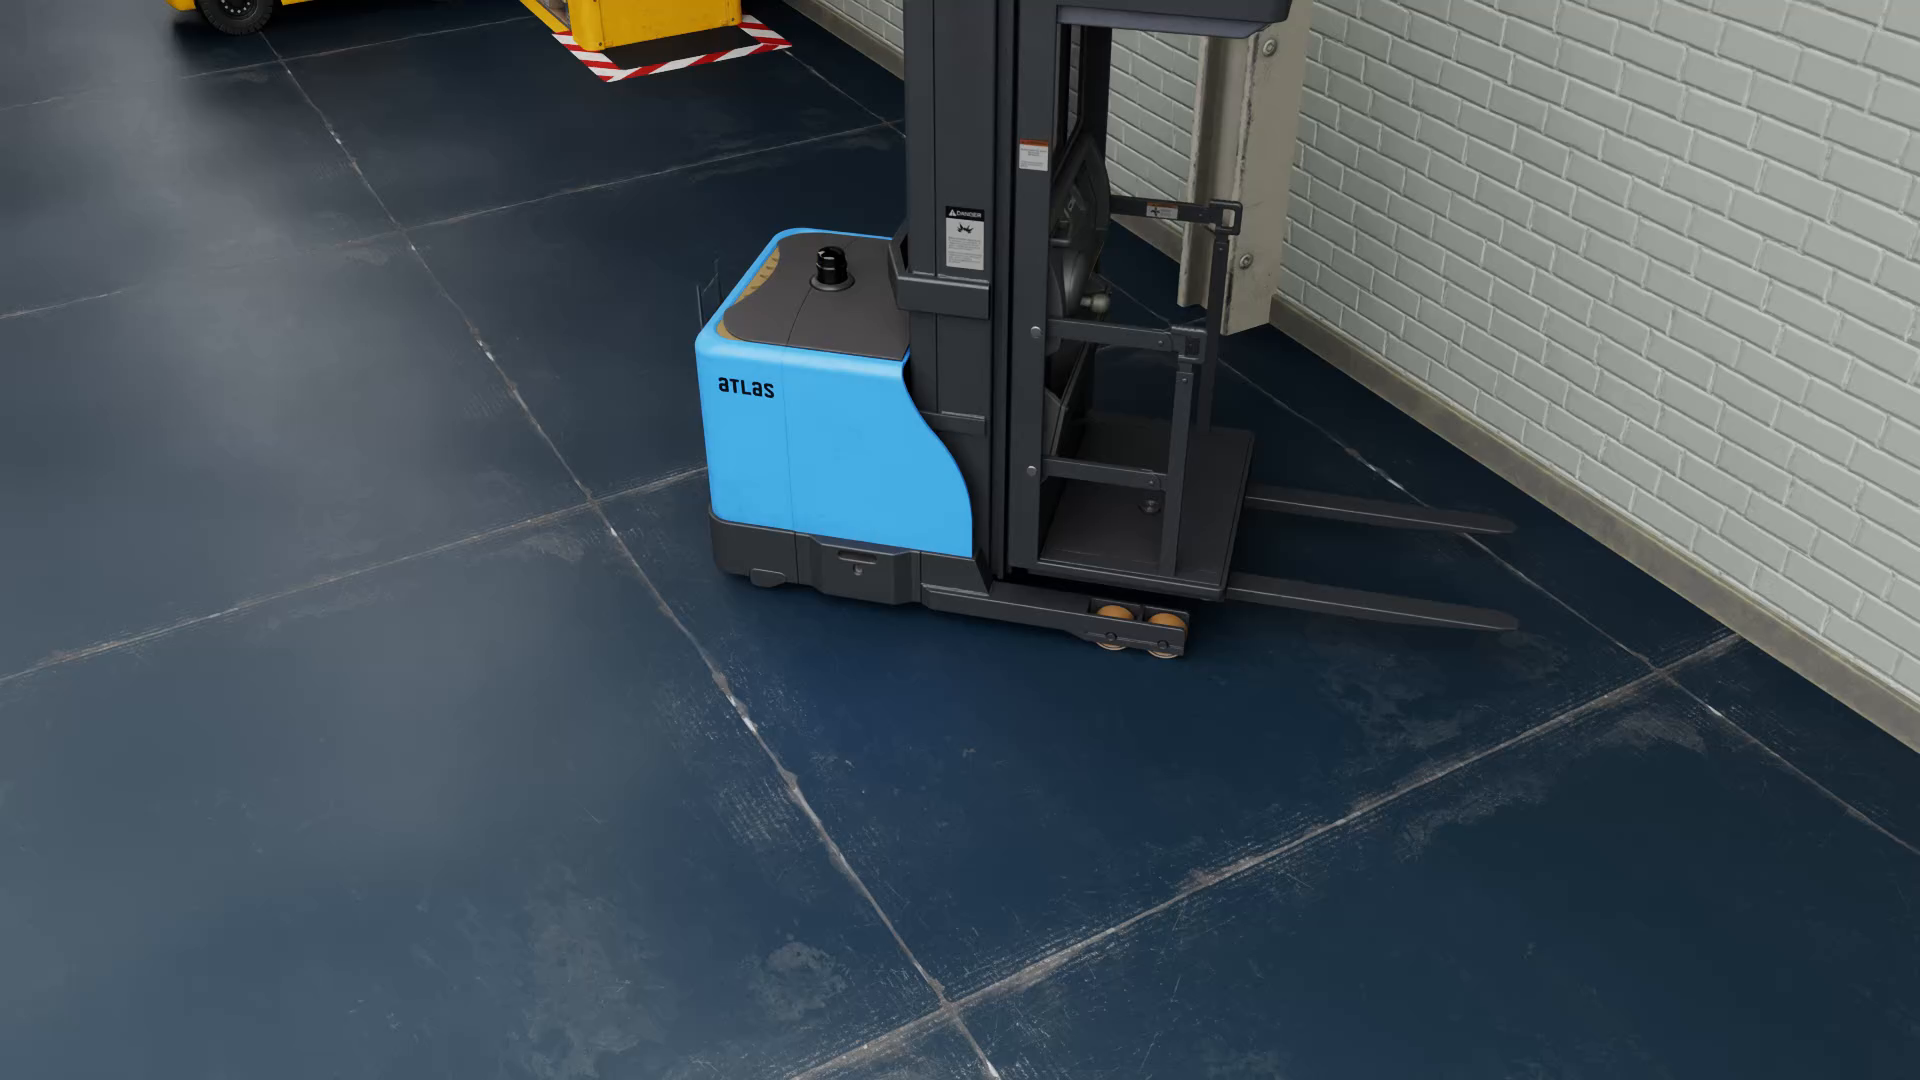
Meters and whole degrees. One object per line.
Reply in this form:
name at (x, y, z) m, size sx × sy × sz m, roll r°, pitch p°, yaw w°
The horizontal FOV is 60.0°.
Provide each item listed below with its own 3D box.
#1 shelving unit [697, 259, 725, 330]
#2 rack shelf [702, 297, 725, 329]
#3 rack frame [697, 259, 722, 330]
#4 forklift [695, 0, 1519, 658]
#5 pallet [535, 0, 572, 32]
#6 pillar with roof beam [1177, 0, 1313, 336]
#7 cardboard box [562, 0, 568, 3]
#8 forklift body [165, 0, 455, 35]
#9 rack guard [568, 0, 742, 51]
shelving unit at (-0.918, -0.701, 6.947) m, size 0.210 × 0.900 × 0.258 m, roll 7°, pitch 37°, yaw 10°
rack shelf at (-0.918, -0.892, 6.808) m, size 0.200 × 0.077 × 0.258 m, roll 7°, pitch 37°, yaw 10°
rack frame at (-1.017, -0.714, 6.965) m, size 0.006 × 0.900 × 0.240 m, roll 7°, pitch 37°, yaw 10°
forklift at (0.607, -1.094, 5.762) m, size 3.031 × 2.935 × 1.130 m, roll 8°, pitch 37°, yaw 11°
pallet at (-2.541, -4.042, 12.106) m, size 1.003 × 0.211 × 1.213 m, roll -19°, pitch 40°, yaw -24°
pillar with roof beam at (-2.399, -3.500, 3.913) m, size 9.100 × 9.000 × 0.400 m, roll -19°, pitch 40°, yaw -24°
cardboard box at (-2.629, -3.996, 11.653) m, size 0.500 × 0.250 × 0.500 m, roll -19°, pitch 40°, yaw -24°
forklift body at (-4.650, -4.875, 11.601) m, size 2.313 × 2.155 × 1.214 m, roll -19°, pitch 40°, yaw -24°
rack guard at (-2.108, -3.769, 11.487) m, size 1.175 × 0.500 × 0.348 m, roll -19°, pitch 40°, yaw -24°
